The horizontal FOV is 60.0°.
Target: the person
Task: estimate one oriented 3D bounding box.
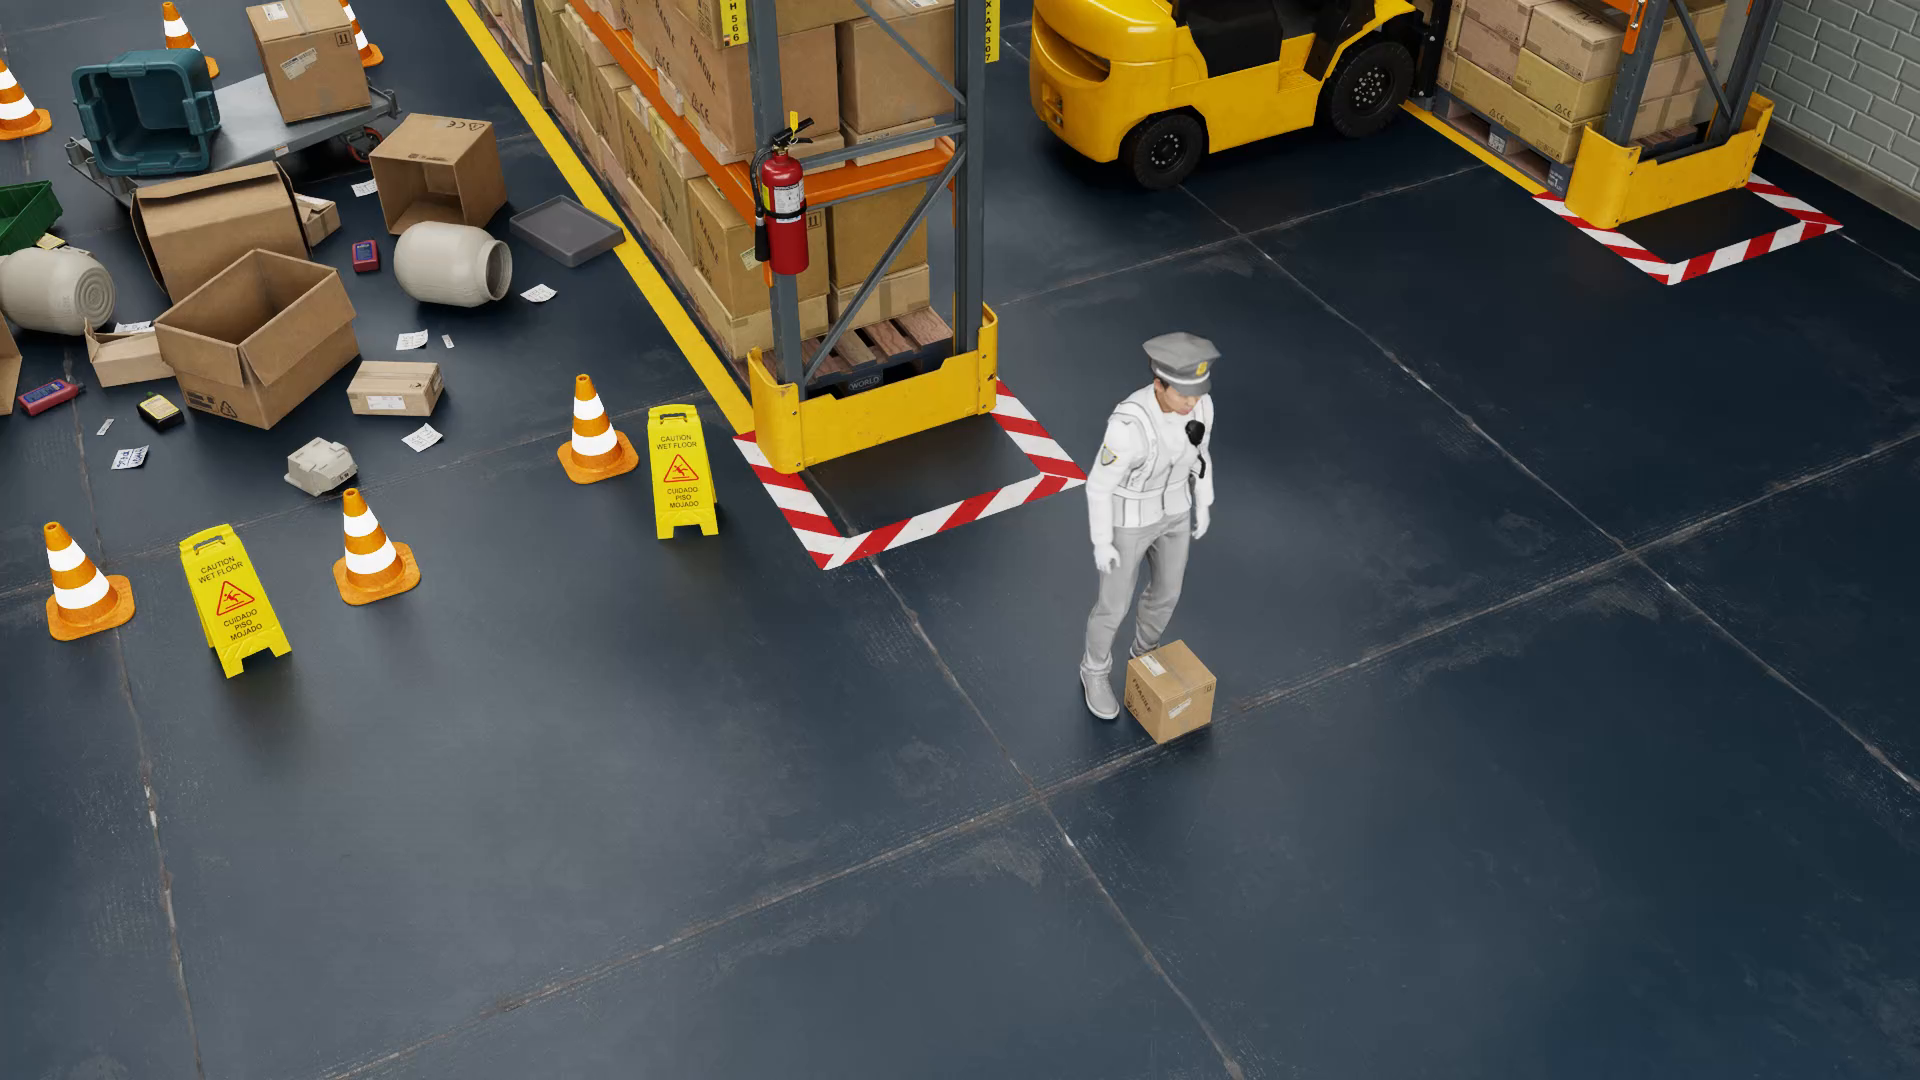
[{"bbox_3d":[0.708,-0.068,6.232,0.526,1.663,0.376,-20,45,-21],"label":"person"}]
